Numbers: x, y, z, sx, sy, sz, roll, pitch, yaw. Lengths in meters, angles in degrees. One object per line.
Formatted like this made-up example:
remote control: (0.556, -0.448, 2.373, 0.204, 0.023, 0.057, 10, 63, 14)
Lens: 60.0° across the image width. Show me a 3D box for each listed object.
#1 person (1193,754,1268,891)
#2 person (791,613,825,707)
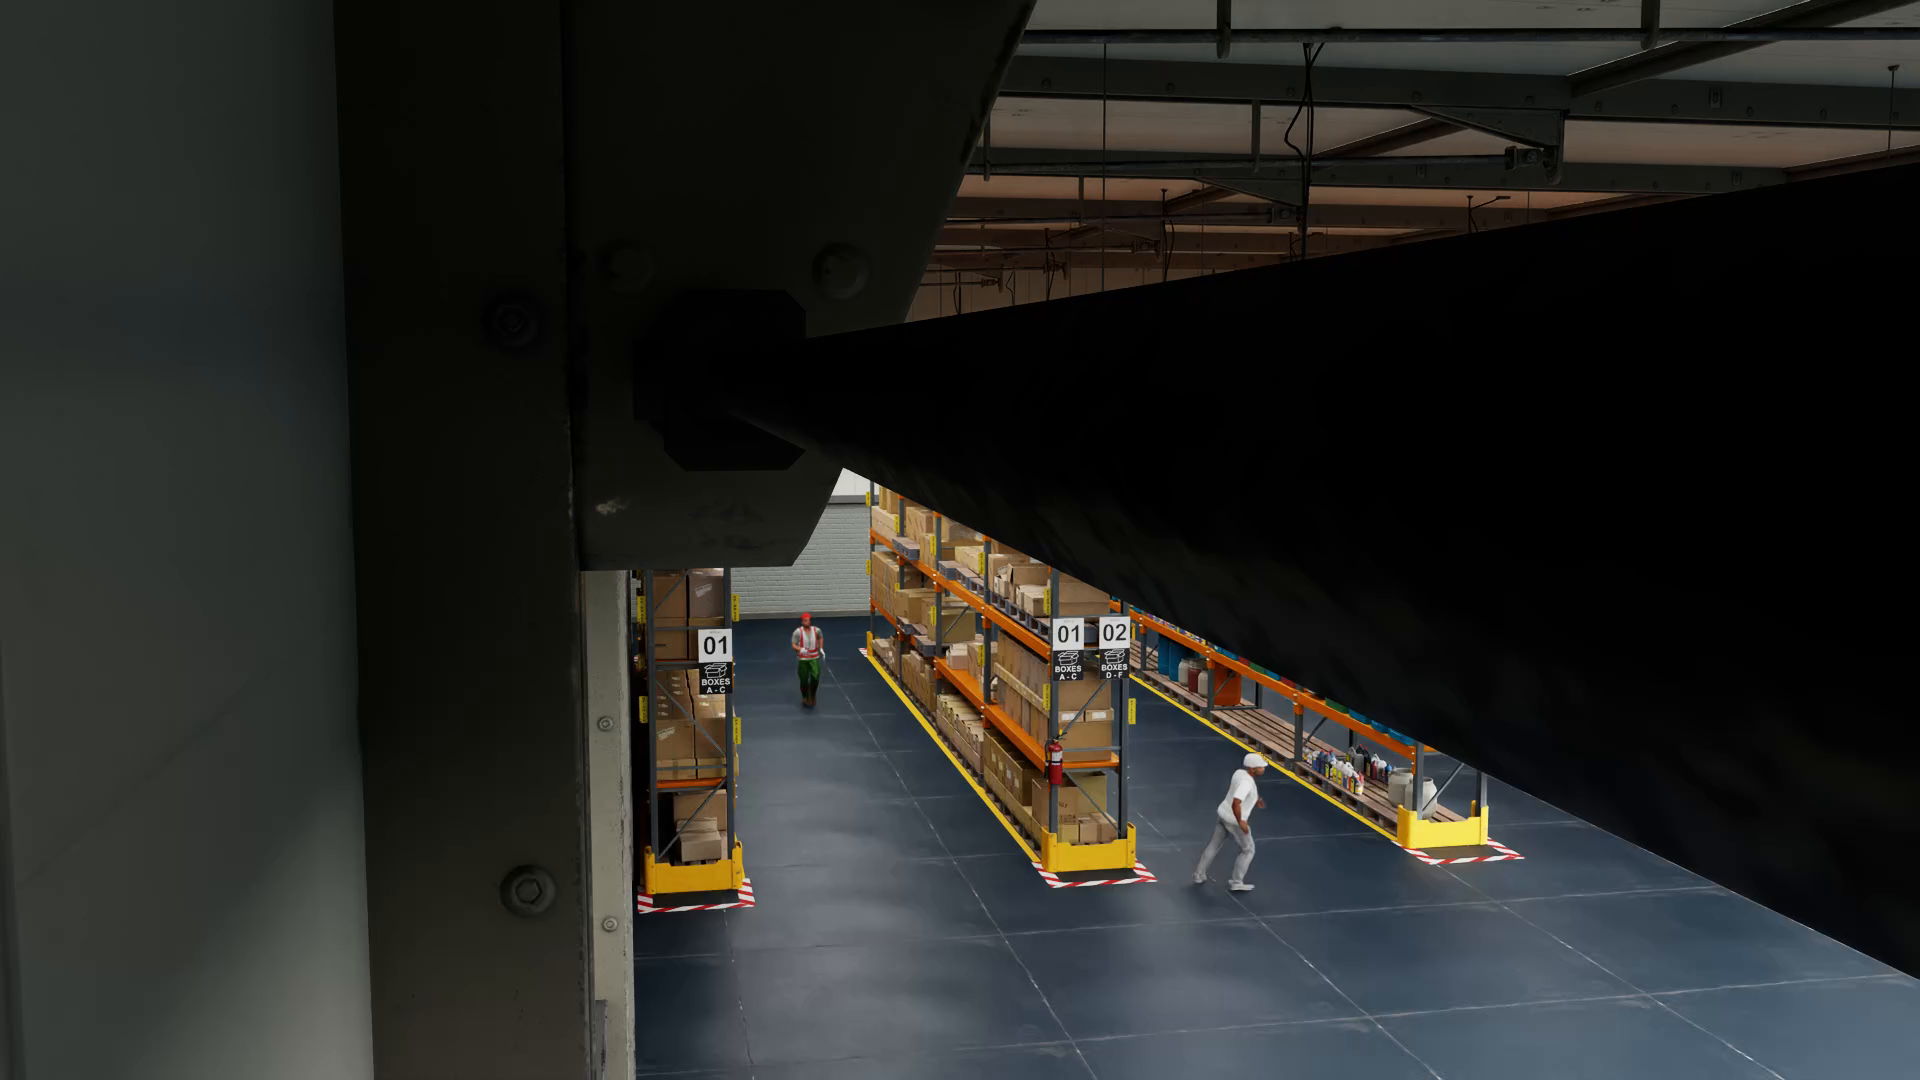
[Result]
person: (3.328, 3.403, 20.160, 0.897, 1.688, 0.731, -2, 6, -15)
person: (-2.806, 2.222, 30.869, 0.644, 1.766, 0.776, -1, 6, -11)
